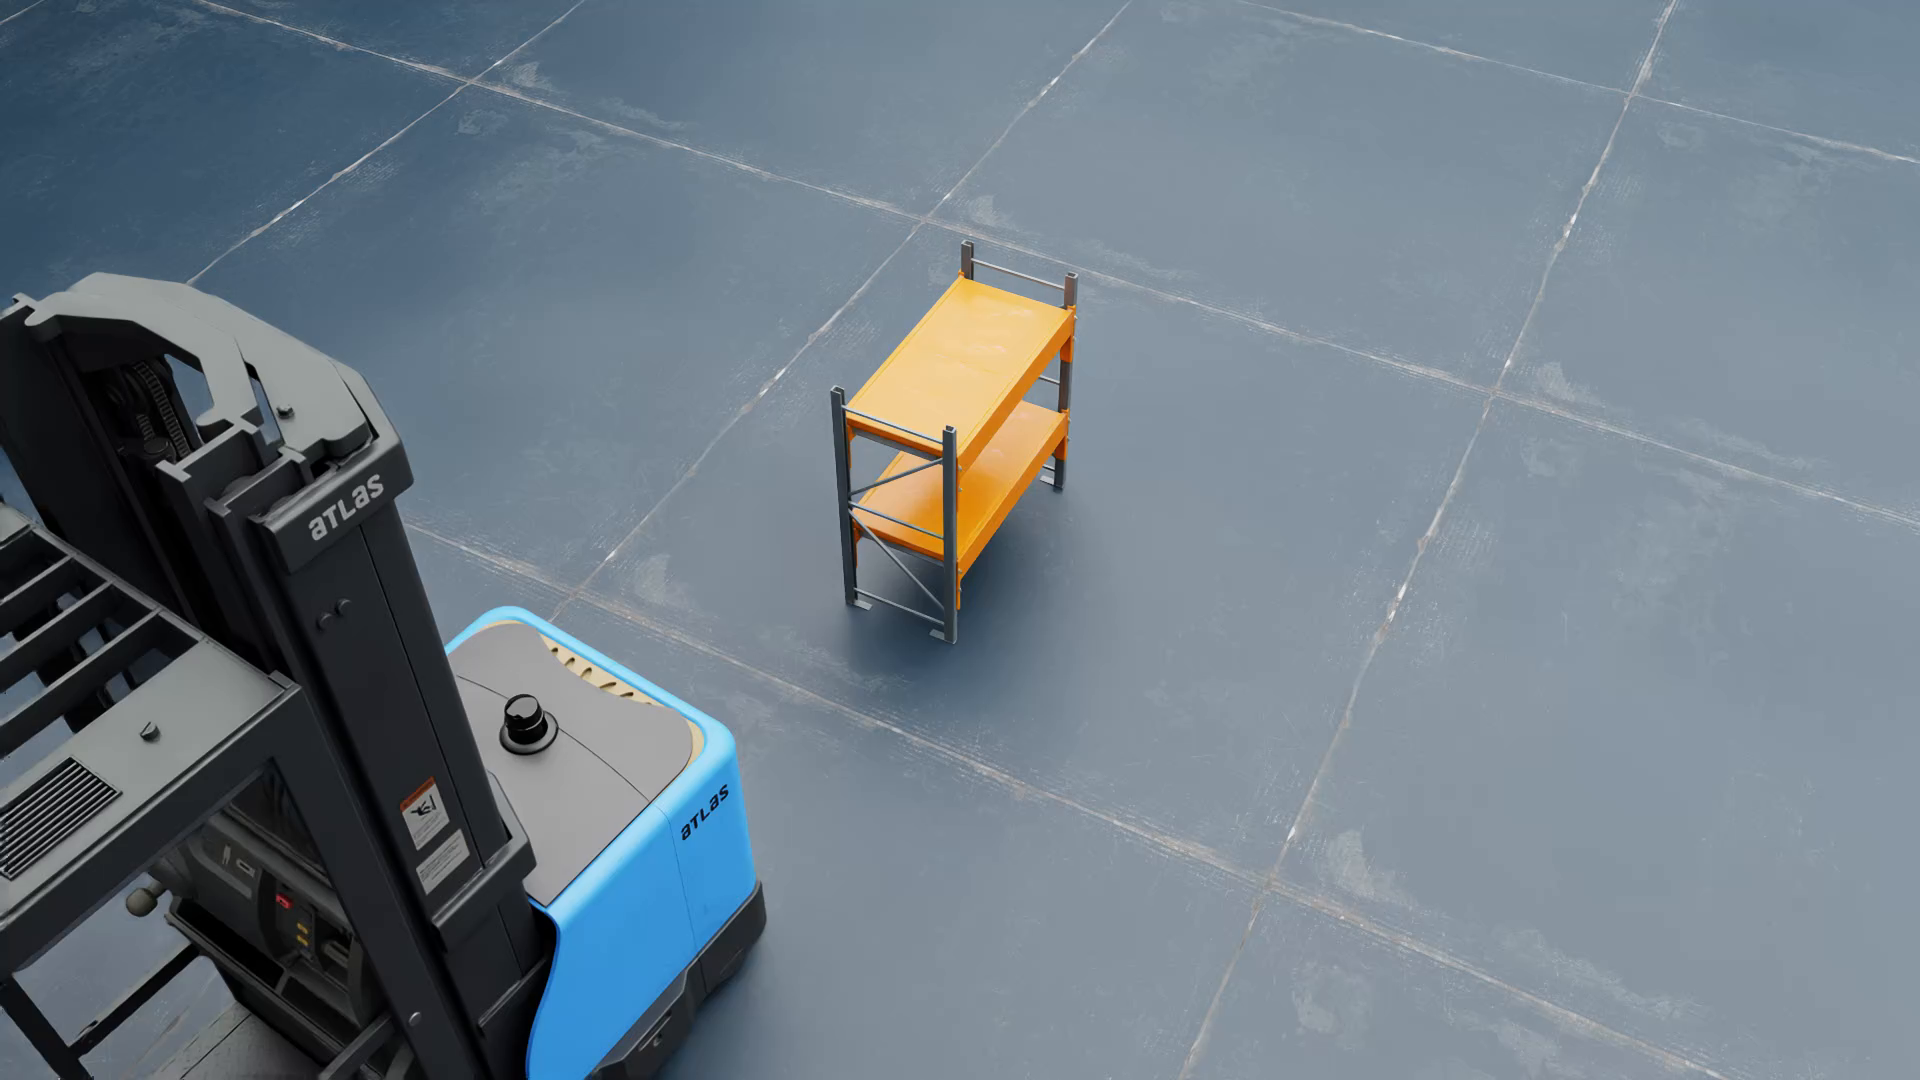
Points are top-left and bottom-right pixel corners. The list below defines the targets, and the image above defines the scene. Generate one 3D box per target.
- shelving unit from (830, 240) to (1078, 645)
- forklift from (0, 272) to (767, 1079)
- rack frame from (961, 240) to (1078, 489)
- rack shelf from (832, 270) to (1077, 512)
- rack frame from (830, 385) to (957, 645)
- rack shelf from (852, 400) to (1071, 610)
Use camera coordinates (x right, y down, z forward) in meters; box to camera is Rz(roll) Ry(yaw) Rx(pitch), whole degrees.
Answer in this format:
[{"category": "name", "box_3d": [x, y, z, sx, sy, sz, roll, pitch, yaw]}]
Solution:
[{"category": "shelving unit", "box_3d": [-0.003, -0.391, 6.626, 0.538, 1.125, 1.048, 20, 49, 19]}, {"category": "forklift", "box_3d": [-1.906, 0.970, 4.011, 1.130, 2.935, 3.031, 26, 51, 23]}, {"category": "rack frame", "box_3d": [0.233, -0.711, 6.942, 0.500, 1.125, 0.032, 20, 49, 19]}, {"category": "rack shelf", "box_3d": [-0.003, -0.597, 6.417, 0.538, 0.278, 1.000, 20, 49, 19]}, {"category": "rack frame", "box_3d": [-0.239, -0.071, 6.309, 0.500, 1.125, 0.032, 20, 49, 19]}, {"category": "rack shelf", "box_3d": [-0.003, -0.219, 6.800, 0.538, 0.278, 1.000, 20, 49, 19]}]
